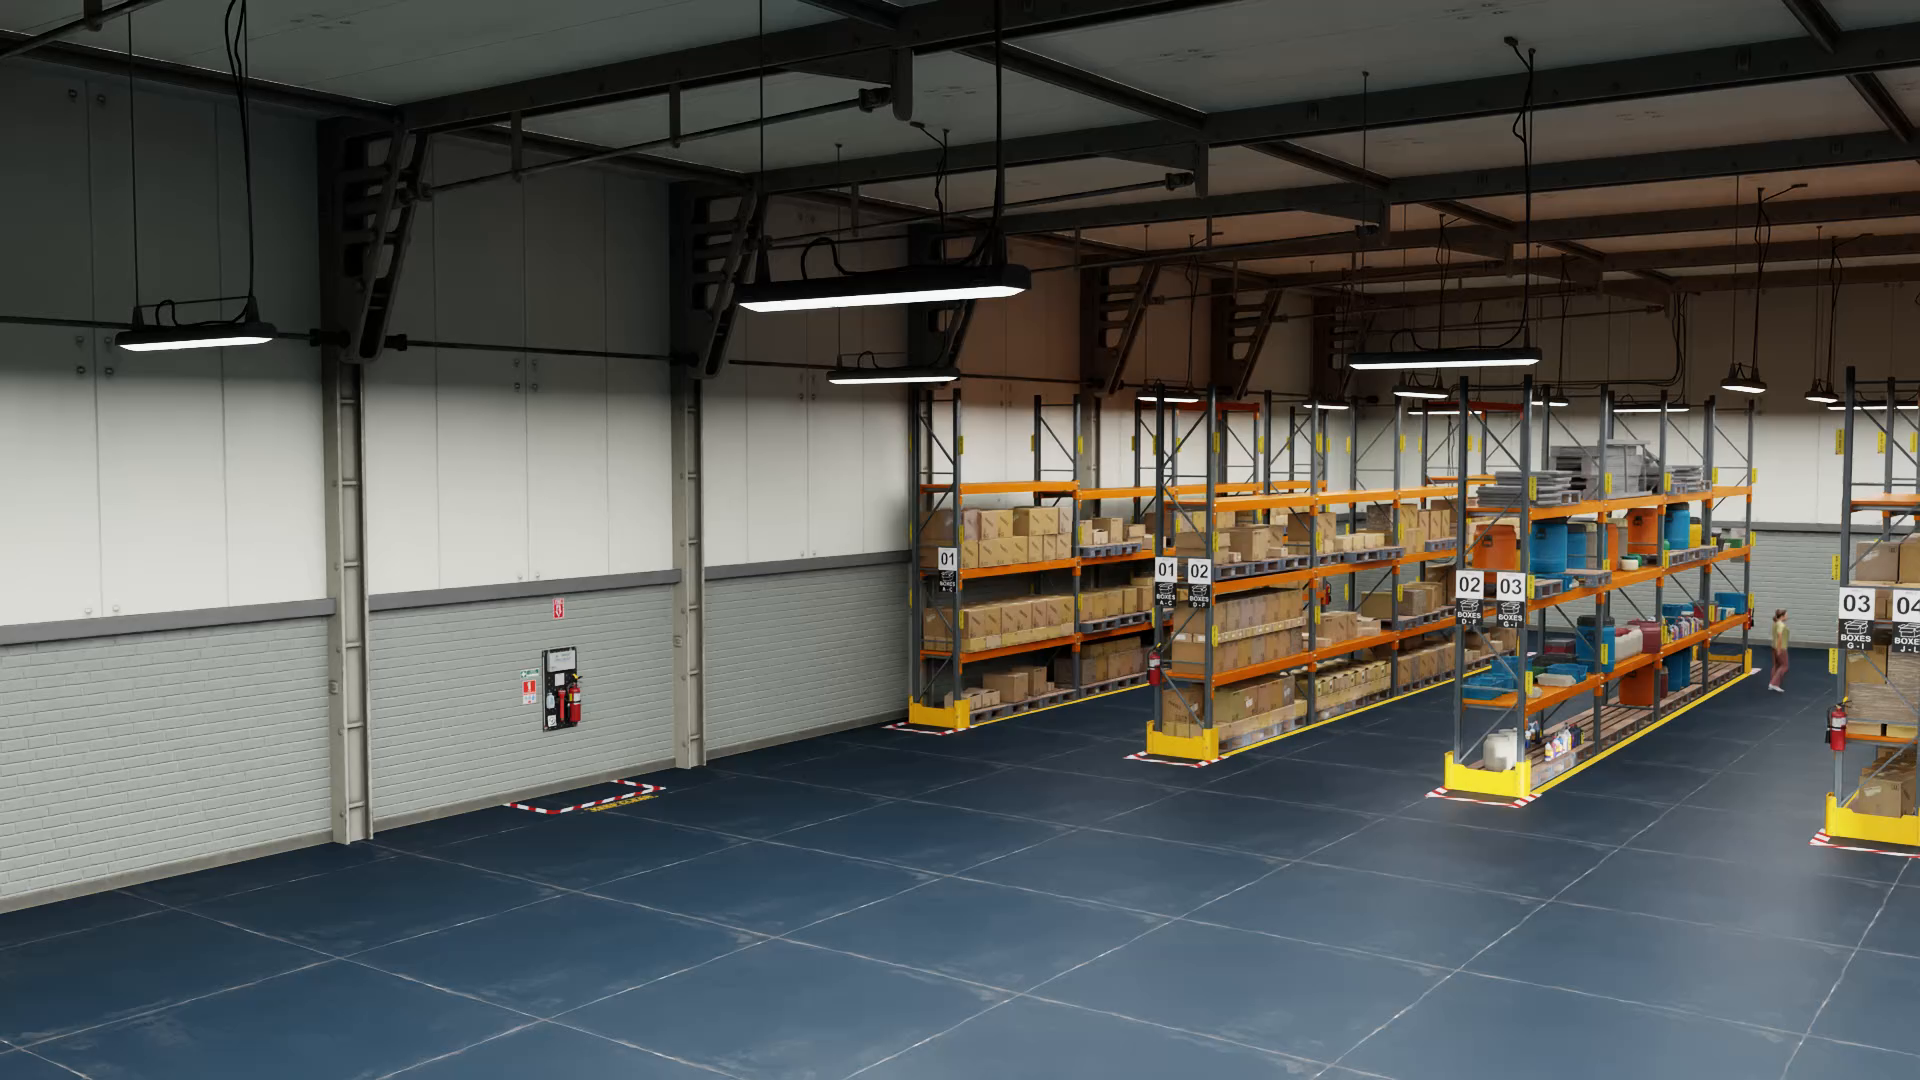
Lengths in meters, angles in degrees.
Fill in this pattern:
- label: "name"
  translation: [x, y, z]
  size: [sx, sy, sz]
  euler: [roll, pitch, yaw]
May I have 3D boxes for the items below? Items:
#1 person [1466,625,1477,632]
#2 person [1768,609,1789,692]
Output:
- label: "person"
  translation: [12.665, 1.809, 41.342]
  size: [0.544, 1.660, 0.561]
  euler: [-2, 4, -36]
- label: "person"
  translation: [16.678, 2.260, 33.898]
  size: [0.376, 1.728, 0.479]
  euler: [1, 3, 11]
